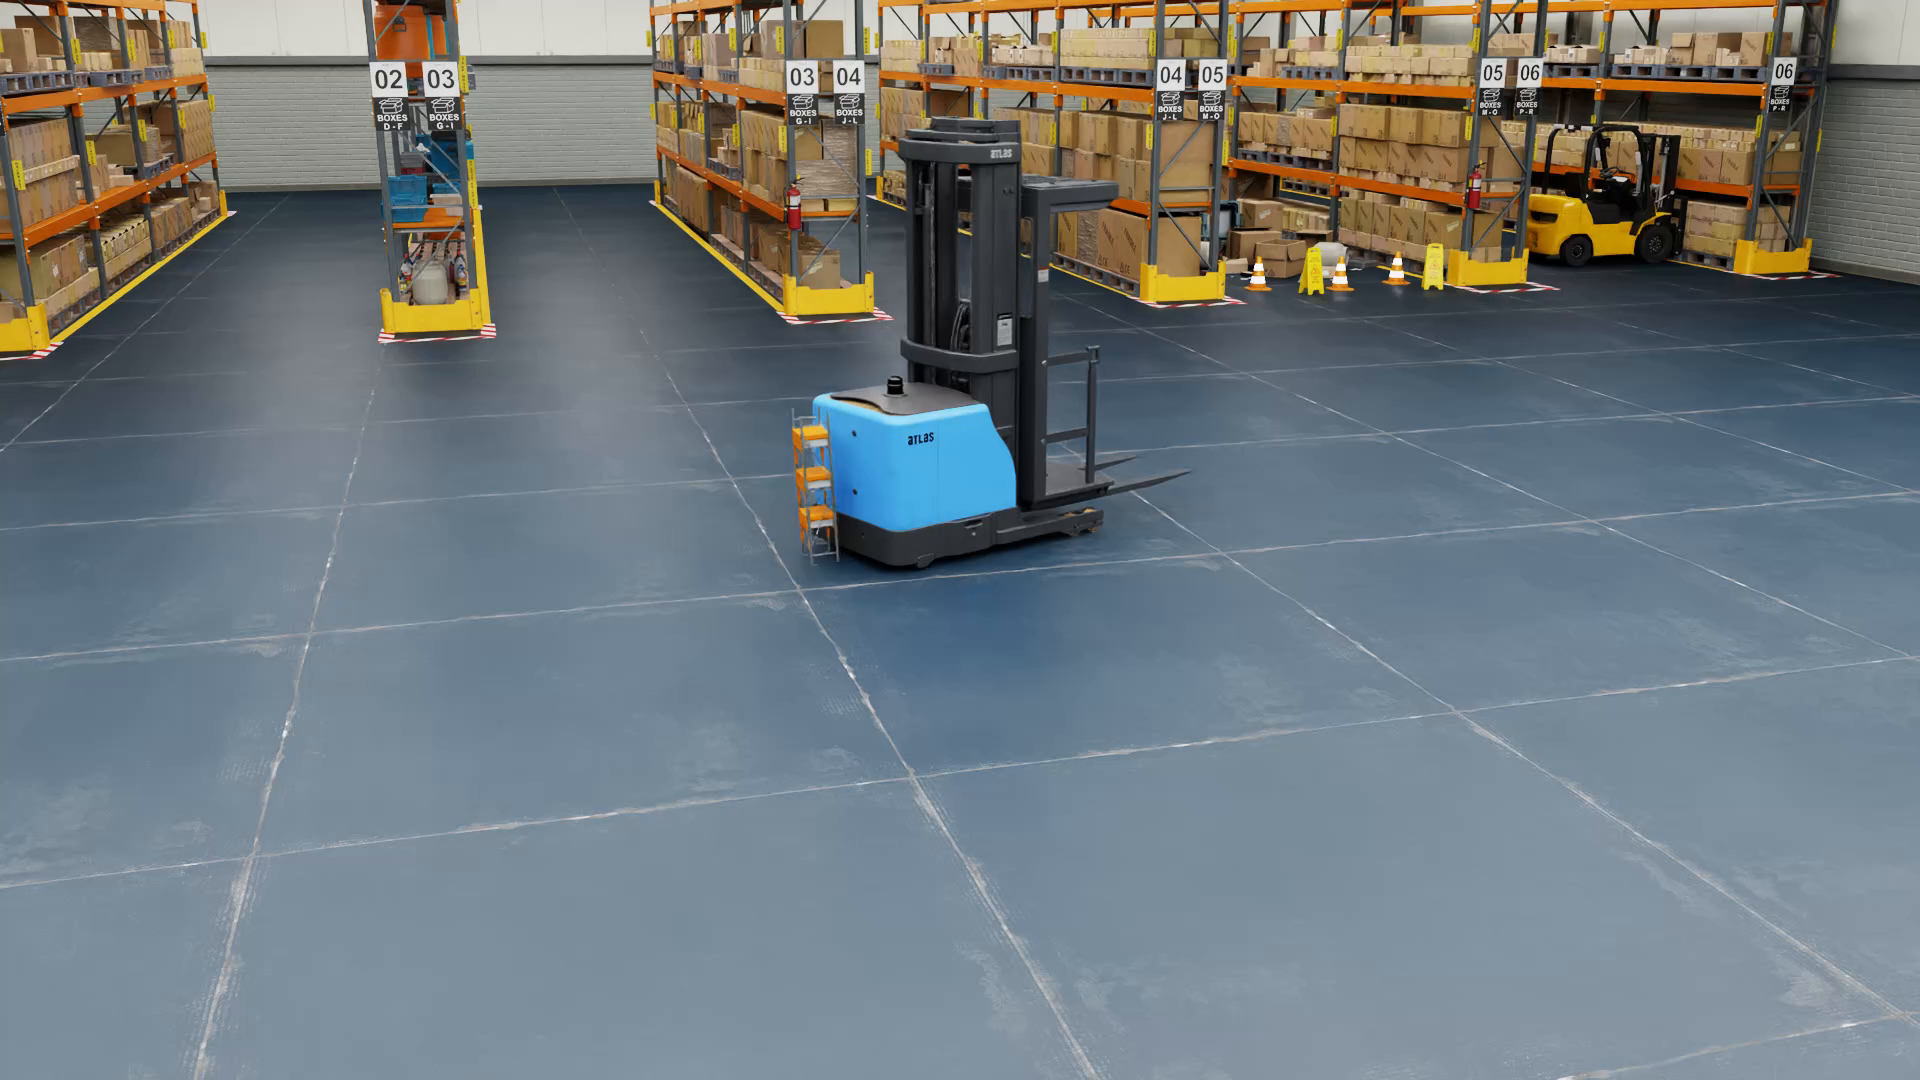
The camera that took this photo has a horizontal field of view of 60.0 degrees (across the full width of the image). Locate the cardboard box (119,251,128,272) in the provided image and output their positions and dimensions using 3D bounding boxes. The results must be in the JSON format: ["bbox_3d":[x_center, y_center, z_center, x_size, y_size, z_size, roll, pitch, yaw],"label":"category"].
[{"bbox_3d":[-12.497,-4.061,24.306,0.500,0.250,0.500,-5,18,-17],"label":"cardboard box"}]

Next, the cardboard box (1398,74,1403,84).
[{"bbox_3d":[6.988,-7.110,25.630,0.380,0.149,0.250,-5,17,-15],"label":"cardboard box"}]

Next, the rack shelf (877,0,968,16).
[{"bbox_3d":[-0.766,-11.200,34.853,1.077,0.370,4.000,-5,17,-15],"label":"rack shelf"}]

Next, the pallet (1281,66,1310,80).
[{"bbox_3d":[6.359,-8.139,28.946,1.213,0.211,1.003,-5,17,-15],"label":"pallet"}]

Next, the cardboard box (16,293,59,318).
[{"bbox_3d":[-11.315,-2.843,20.251,0.500,0.250,0.500,-5,17,-15],"label":"cardboard box"}]

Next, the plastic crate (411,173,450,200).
[{"bbox_3d":[-7.555,-4.967,23.381,0.767,0.338,0.504,-5,17,-15],"label":"plastic crate"}]

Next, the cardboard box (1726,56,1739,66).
[{"bbox_3d":[12.065,-7.384,25.639,0.380,0.149,0.250,-5,17,-17],"label":"cardboard box"}]

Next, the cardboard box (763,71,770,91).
[{"bbox_3d":[-2.364,-6.195,22.408,0.500,0.250,0.500,-4,17,-14],"label":"cardboard box"}]

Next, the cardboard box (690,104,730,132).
[{"bbox_3d":[-4.652,-7.917,31.178,0.797,0.503,0.637,-5,17,-15],"label":"cardboard box"}]

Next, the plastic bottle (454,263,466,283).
[{"bbox_3d":[-6.940,-3.715,23.074,0.152,0.276,0.135,-4,17,-14],"label":"plastic bottle"}]

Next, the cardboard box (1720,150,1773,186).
[{"bbox_3d":[12.197,-5.777,25.795,0.500,0.500,0.500,-5,17,-16],"label":"cardboard box"}]

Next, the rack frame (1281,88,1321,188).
[{"bbox_3d":[8.188,-10.039,40.159,1.000,3.000,0.127,-5,17,-15],"label":"rack frame"}]

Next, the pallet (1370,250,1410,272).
[{"bbox_3d":[7.272,-4.470,26.466,1.003,0.211,1.213,-5,17,-15],"label":"pallet"}]

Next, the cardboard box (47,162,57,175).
[{"bbox_3d":[-11.712,-4.710,21.116,0.380,0.149,0.250,-4,17,-14],"label":"cardboard box"}]

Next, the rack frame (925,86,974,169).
[{"bbox_3d":[-0.216,-8.120,33.770,1.000,3.000,0.127,-5,17,-15],"label":"rack frame"}]

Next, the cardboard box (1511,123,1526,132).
[{"bbox_3d":[10.556,-7.717,31.128,0.380,0.149,0.250,-4,17,-14],"label":"cardboard box"}]

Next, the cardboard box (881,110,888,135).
[{"bbox_3d":[-1.457,-9.271,36.910,0.500,0.500,0.500,-4,17,-13],"label":"cardboard box"}]

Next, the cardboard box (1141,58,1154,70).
[{"bbox_3d":[2.665,-6.431,22.467,0.380,0.149,0.250,-5,17,-15],"label":"cardboard box"}]

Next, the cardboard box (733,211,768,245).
[{"bbox_3d":[-3.383,-5.171,27.531,0.700,0.500,0.500,-3,17,-11],"label":"cardboard box"}]

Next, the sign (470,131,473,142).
[{"bbox_3d":[-9.246,-7.540,31.357,0.100,0.325,0.005,-5,17,-15],"label":"sign"}]

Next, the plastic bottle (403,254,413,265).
[{"bbox_3d":[-7.754,-3.837,23.353,0.144,0.351,0.185,-4,17,-14],"label":"plastic bottle"}]

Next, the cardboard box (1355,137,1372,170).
[{"bbox_3d":[6.728,-6.236,26.807,0.500,0.500,0.500,-5,17,-15],"label":"cardboard box"}]

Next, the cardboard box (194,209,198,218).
[{"bbox_3d":[-14.693,-6.199,31.536,0.380,0.166,0.250,-5,17,-15],"label":"cardboard box"}]

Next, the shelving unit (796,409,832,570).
[{"bbox_3d":[-0.990,-0.342,11.265,0.215,1.050,0.252,-2,17,-8],"label":"shelving unit"}]

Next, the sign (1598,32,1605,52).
[{"bbox_3d":[10.967,-8.509,28.406,0.100,0.325,0.005,-5,17,-15],"label":"sign"}]

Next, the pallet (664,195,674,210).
[{"bbox_3d":[-5.817,-7.312,35.927,1.003,0.211,1.213,-5,17,-15],"label":"pallet"}]

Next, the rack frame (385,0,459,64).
[{"bbox_3d":[-7.576,-8.025,23.024,1.000,3.000,0.127,-5,17,-15],"label":"rack frame"}]

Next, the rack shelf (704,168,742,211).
[{"bbox_3d":[-3.364,-5.752,27.136,1.077,0.370,4.000,-5,17,-15],"label":"rack shelf"}]

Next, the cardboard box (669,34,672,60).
[{"bbox_3d":[-5.429,-9.850,33.238,0.700,0.500,0.500,-4,17,-12],"label":"cardboard box"}]

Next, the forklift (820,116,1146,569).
[{"bbox_3d":[0.318,-1.568,12.078,1.130,2.935,3.031,12,21,36],"label":"forklift"}]

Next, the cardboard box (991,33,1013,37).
[{"bbox_3d":[0.787,-9.208,30.675,0.396,0.266,0.258,-5,17,-15],"label":"cardboard box"}]

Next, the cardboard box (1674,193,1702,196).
[{"bbox_3d":[12.087,-5.682,27.966,0.500,0.250,0.500,-5,17,-15],"label":"cardboard box"}]

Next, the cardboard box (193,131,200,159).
[{"bbox_3d":[-14.696,-7.464,31.413,0.500,0.500,0.500,-5,17,-16],"label":"cardboard box"}]

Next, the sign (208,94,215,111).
[{"bbox_3d":[-15.099,-8.824,33.553,0.100,0.325,0.005,-5,17,-15],"label":"sign"}]

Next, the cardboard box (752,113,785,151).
[{"bbox_3d":[-2.659,-5.791,23.588,0.500,0.500,0.500,-5,17,-15],"label":"cardboard box"}]

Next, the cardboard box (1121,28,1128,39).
[{"bbox_3d":[2.453,-7.026,23.060,0.380,0.149,0.250,-4,17,-14],"label":"cardboard box"}]

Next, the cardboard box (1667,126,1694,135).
[{"bbox_3d":[11.804,-6.692,27.197,0.380,0.149,0.250,-5,17,-15],"label":"cardboard box"}]

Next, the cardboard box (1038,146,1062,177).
[{"bbox_3d":[1.582,-6.078,26.799,0.500,0.500,0.500,-5,17,-16],"label":"cardboard box"}]

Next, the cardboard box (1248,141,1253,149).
[{"bbox_3d":[5.571,-7.328,30.841,0.380,0.149,0.250,-6,18,-19],"label":"cardboard box"}]

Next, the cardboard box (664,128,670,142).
[{"bbox_3d":[-5.807,-8.352,34.287,0.500,0.250,0.500,-5,17,-16],"label":"cardboard box"}]

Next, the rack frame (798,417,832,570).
[{"bbox_3d":[-0.973,-0.307,11.150,0.200,1.050,0.008,-2,17,-8],"label":"rack frame"}]

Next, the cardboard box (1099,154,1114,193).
[{"bbox_3d":[2.546,-5.430,24.555,0.875,0.550,0.500,-5,17,-15],"label":"cardboard box"}]

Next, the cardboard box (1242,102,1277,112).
[{"bbox_3d":[5.715,-8.115,31.843,0.500,0.500,0.500,-5,18,-17],"label":"cardboard box"}]

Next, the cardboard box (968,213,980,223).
[{"bbox_3d":[0.451,-6.179,30.923,0.500,0.500,0.500,-5,17,-16],"label":"cardboard box"}]

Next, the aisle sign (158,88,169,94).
[{"bbox_3d":[-15.939,-9.321,33.249,0.394,0.787,0.004,-5,17,-15],"label":"aisle sign"}]

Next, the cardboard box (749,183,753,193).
[{"bbox_3d":[-2.893,-5.202,24.493,0.380,0.149,0.250,-5,17,-15],"label":"cardboard box"}]

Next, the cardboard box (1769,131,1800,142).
[{"bbox_3d":[12.698,-6.224,25.641,0.380,0.149,0.250,-5,17,-16],"label":"cardboard box"}]

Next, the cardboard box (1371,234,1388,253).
[{"bbox_3d":[6.923,-4.733,26.544,0.500,0.250,0.500,-5,17,-16],"label":"cardboard box"}]

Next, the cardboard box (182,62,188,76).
[{"bbox_3d":[-14.704,-8.770,30.979,0.500,0.250,0.500,-5,17,-15],"label":"cardboard box"}]

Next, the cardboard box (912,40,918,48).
[{"bbox_3d":[-0.755,-10.117,33.902,0.380,0.149,0.250,-5,17,-15],"label":"cardboard box"}]

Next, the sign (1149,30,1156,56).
[{"bbox_3d":[2.556,-6.584,22.042,0.100,0.325,0.005,-5,17,-15],"label":"sign"}]

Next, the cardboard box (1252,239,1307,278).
[{"bbox_3d":[4.897,-4.310,25.426,0.637,0.503,0.797,11,20,32],"label":"cardboard box"}]

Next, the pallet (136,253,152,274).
[{"bbox_3d":[-13.251,-4.301,25.903,1.003,0.211,1.213,-5,17,-15],"label":"pallet"}]

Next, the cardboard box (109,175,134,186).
[{"bbox_3d":[-12.926,-5.520,25.551,0.380,0.149,0.250,-5,17,-15],"label":"cardboard box"}]

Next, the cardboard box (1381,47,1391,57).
[{"bbox_3d":[6.814,-7.629,25.972,0.380,0.149,0.250,-5,18,-17],"label":"cardboard box"}]

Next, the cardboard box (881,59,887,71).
[{"bbox_3d":[-1.438,-10.447,36.563,0.500,0.250,0.500,-4,17,-13],"label":"cardboard box"}]
